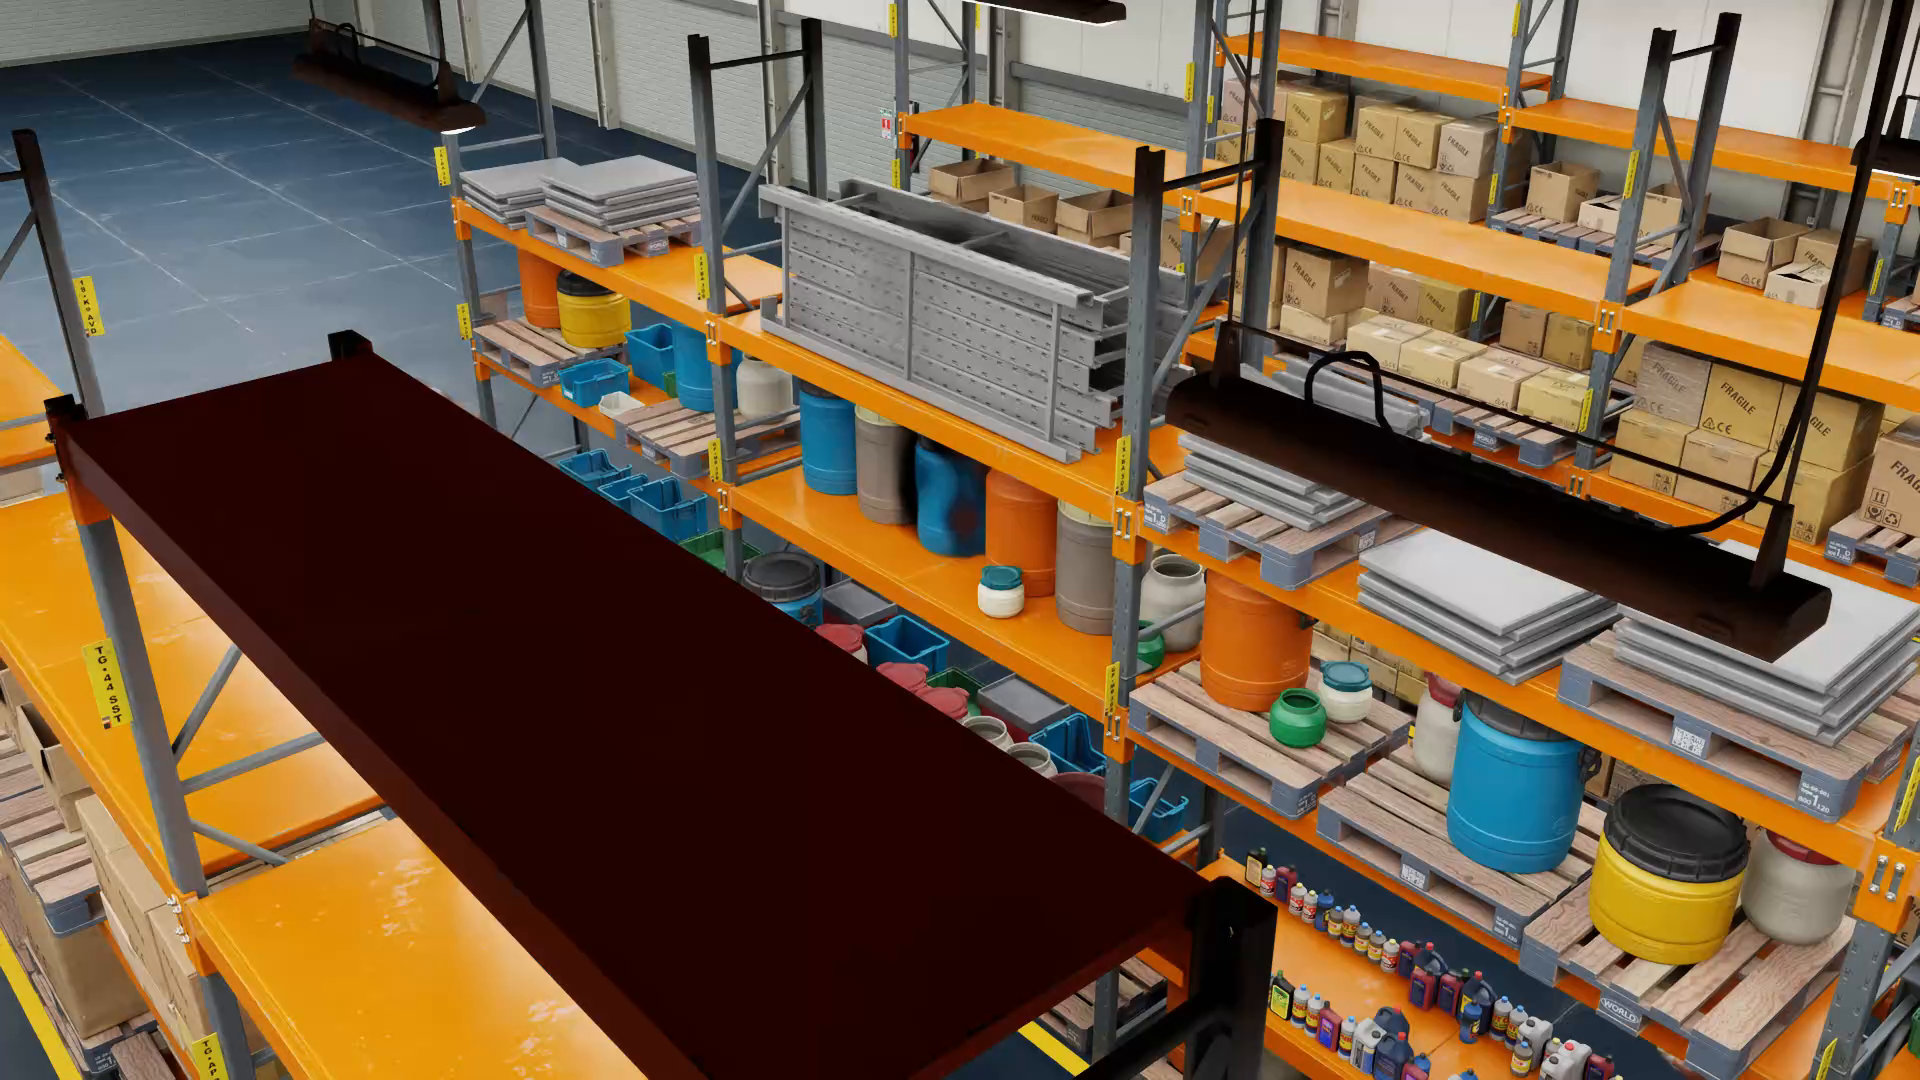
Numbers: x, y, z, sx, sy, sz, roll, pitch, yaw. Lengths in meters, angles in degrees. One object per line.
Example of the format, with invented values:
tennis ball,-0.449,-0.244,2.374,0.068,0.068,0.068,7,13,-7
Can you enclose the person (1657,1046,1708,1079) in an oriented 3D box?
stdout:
person,4.356,3.155,9.524,0.678,1.706,0.759,-24,35,-38
